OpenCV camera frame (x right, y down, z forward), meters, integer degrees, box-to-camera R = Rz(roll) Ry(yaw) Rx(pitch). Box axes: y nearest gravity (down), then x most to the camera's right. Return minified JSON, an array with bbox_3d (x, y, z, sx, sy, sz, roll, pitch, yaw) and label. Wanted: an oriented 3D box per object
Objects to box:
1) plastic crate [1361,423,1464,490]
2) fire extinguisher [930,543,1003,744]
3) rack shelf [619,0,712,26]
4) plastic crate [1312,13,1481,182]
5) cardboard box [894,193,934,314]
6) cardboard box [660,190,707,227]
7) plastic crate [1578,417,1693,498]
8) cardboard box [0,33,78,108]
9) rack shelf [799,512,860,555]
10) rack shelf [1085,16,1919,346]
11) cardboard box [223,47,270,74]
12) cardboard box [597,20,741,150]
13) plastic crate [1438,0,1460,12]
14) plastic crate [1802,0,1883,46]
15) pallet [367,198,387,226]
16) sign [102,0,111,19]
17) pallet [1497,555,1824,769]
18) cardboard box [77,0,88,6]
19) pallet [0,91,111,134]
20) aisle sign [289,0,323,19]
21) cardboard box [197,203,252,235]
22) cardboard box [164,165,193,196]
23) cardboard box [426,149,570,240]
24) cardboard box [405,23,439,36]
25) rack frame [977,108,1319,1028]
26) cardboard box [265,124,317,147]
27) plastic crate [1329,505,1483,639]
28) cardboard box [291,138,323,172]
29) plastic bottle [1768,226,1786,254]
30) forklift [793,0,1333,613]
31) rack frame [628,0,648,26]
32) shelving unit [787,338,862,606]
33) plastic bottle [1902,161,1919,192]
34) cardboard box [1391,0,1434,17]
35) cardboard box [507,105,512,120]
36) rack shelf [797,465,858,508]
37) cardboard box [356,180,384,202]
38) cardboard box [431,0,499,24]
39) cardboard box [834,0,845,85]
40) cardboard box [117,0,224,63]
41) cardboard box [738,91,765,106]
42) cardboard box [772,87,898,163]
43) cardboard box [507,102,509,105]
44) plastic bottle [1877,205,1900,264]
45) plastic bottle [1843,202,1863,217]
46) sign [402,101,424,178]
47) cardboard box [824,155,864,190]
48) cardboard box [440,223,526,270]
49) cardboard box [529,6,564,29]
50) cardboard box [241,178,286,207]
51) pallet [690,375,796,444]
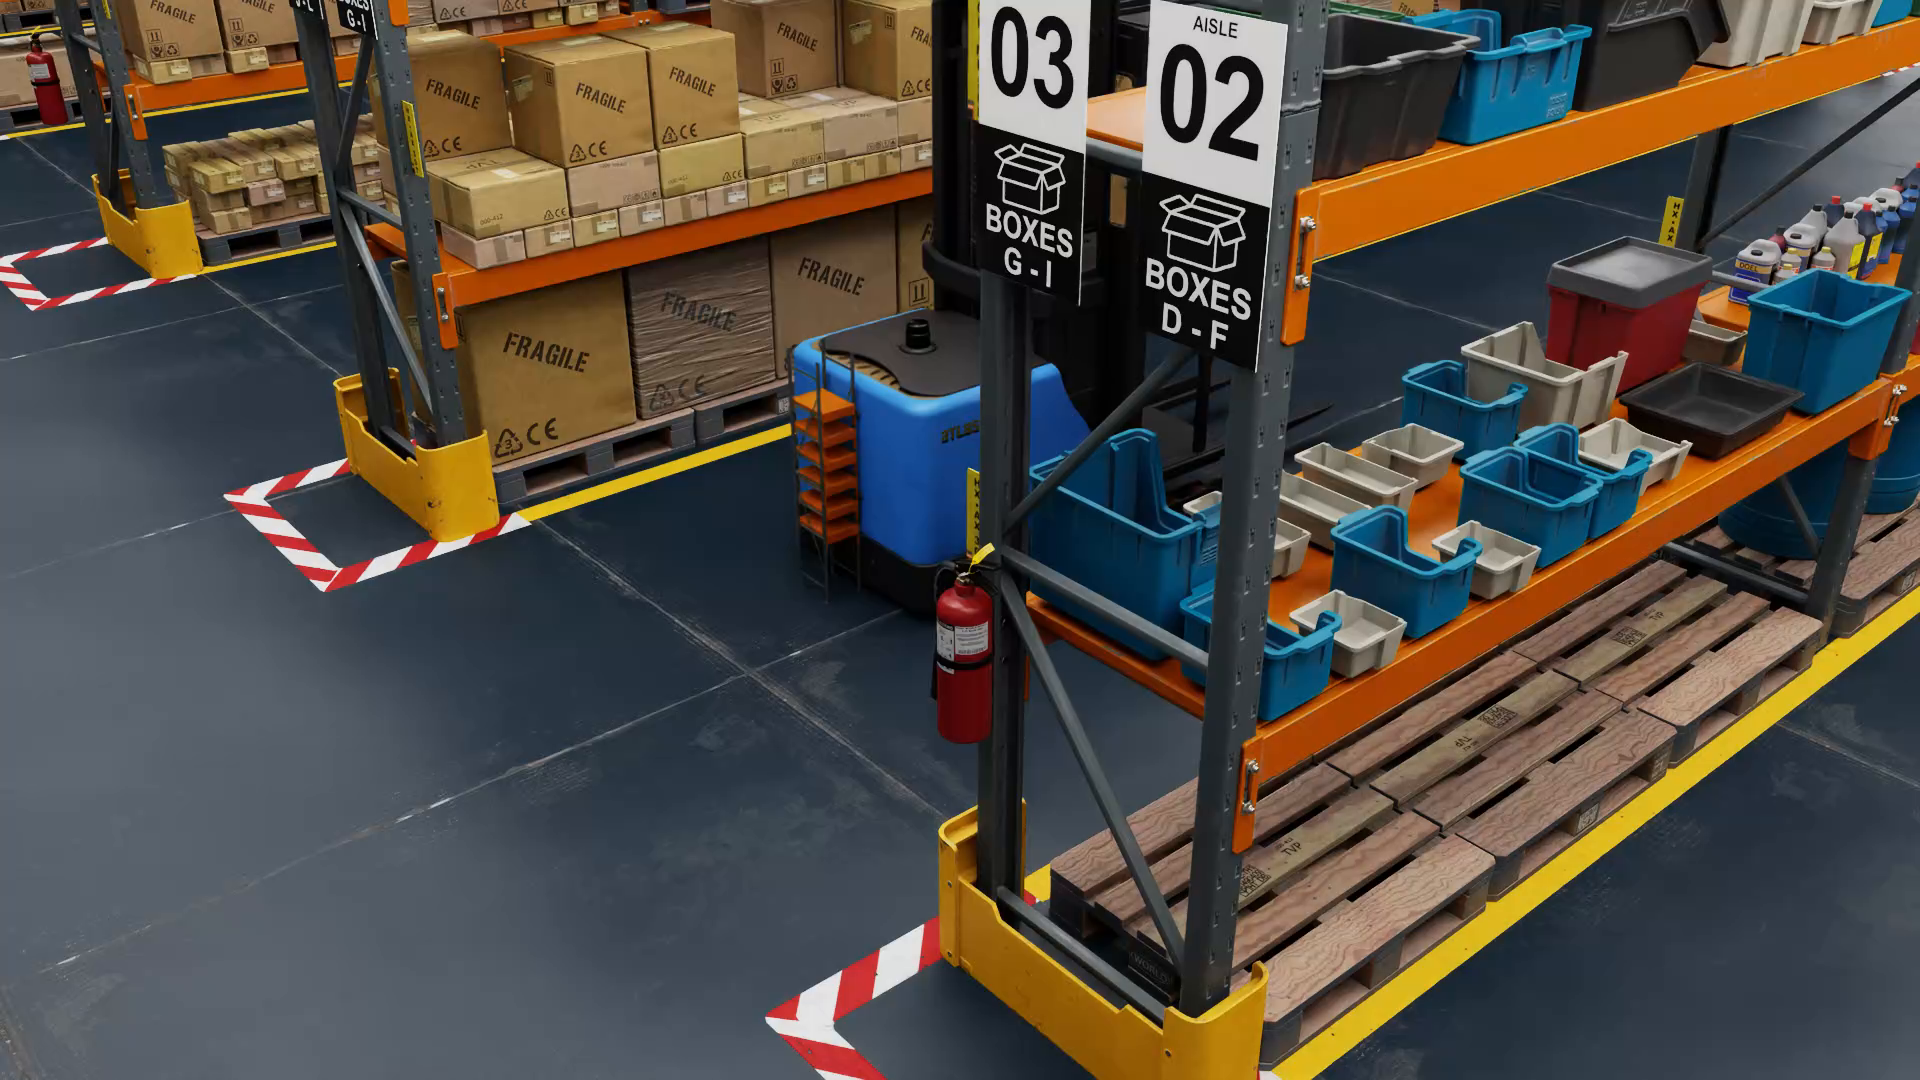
[{"bbox_3d":[1.566,-0.290,5.826,0.250,0.136,0.298,-22,35,-35],"label":"plastic crate"},{"bbox_3d":[0.014,0.291,5.001,0.183,0.674,0.296,-22,35,-35],"label":"fire extinguisher"},{"bbox_3d":[-1.369,-4.894,14.989,4.000,0.370,1.077,-22,35,-35],"label":"rack shelf"},{"bbox_3d":[0.898,-1.074,4.033,0.590,0.269,0.497,-22,35,-35],"label":"plastic crate"},{"bbox_3d":[-0.302,-1.865,10.367,0.875,0.875,0.875,-22,35,-35],"label":"cardboard box"},{"bbox_3d":[-1.526,-1.761,8.630,0.250,0.149,0.380,-23,36,-36],"label":"cardboard box"},{"bbox_3d":[2.337,-0.284,5.815,0.466,0.136,0.293,-22,35,-35],"label":"plastic crate"},{"bbox_3d":[-8.786,-4.413,15.598,0.875,0.438,0.875,-23,36,-37],"label":"cardboard box"},{"bbox_3d":[-0.610,-0.047,7.668,0.180,0.103,0.258,-21,35,-34],"label":"rack shelf"},{"bbox_3d":[1.945,-1.408,5.283,4.000,0.370,1.077,-22,35,-35],"label":"rack shelf"},{"bbox_3d":[-5.068,-3.403,11.701,0.250,0.149,0.380,-23,36,-36],"label":"cardboard box"},{"bbox_3d":[-1.480,-2.326,8.468,0.500,0.500,0.500,-23,36,-36],"label":"cardboard box"},{"bbox_3d":[1.835,-1.719,5.380,0.530,0.136,0.437,-22,35,-35],"label":"plastic crate"},{"bbox_3d":[2.746,-1.696,5.337,0.466,0.136,0.293,-22,35,-35],"label":"plastic crate"},{"bbox_3d":[-4.307,-2.777,13.222,1.213,0.211,1.003,-22,35,-35],"label":"pallet"},{"bbox_3d":[-5.581,-3.563,10.817,0.005,0.325,0.100,-22,35,-35],"label":"sign"},{"bbox_3d":[2.933,0.454,7.176,1.213,0.211,1.003,-22,35,-35],"label":"pallet"},{"bbox_3d":[-10.455,-6.700,19.811,0.500,0.500,0.700,-23,36,-37],"label":"cardboard box"},{"bbox_3d":[-8.665,-4.163,15.816,1.213,0.211,1.003,-22,35,-35],"label":"pallet"},{"bbox_3d":[-3.040,-2.799,7.547,0.004,0.787,0.394,-22,35,-35],"label":"aisle sign"},{"bbox_3d":[-5.327,-2.349,12.043,0.250,0.149,0.380,-21,35,-34],"label":"cardboard box"},{"bbox_3d":[-5.717,-2.699,12.381,0.250,0.149,0.380,-23,36,-36],"label":"cardboard box"},{"bbox_3d":[-2.250,-1.682,8.058,0.500,0.250,0.500,-23,36,-36],"label":"cardboard box"},{"bbox_3d":[-4.098,-3.814,12.470,0.250,0.149,0.380,-21,35,-34],"label":"cardboard box"},{"bbox_3d":[0.424,0.209,4.676,0.127,3.000,1.000,-22,35,-35],"label":"rack frame"},{"bbox_3d":[-5.114,-3.057,12.735,0.250,0.149,0.380,-24,36,-37],"label":"cardboard box"},{"bbox_3d":[1.326,0.098,4.999,0.300,0.233,0.416,-22,35,-35],"label":"plastic crate"},{"bbox_3d":[-4.773,-2.869,12.384,0.250,0.149,0.380,-24,36,-37],"label":"cardboard box"},{"bbox_3d":[3.703,-1.287,7.599,0.133,0.283,0.061,-22,35,-35],"label":"plastic bottle"},{"bbox_3d":[0.676,-1.520,7.985,3.031,2.935,1.130,-21,35,-34],"label":"forklift"},{"bbox_3d":[-2.890,-4.600,13.675,0.127,3.000,1.000,-22,35,-35],"label":"rack frame"},{"bbox_3d":[-0.610,-0.297,7.534,0.189,1.200,0.258,-21,35,-34],"label":"shelving unit"},{"bbox_3d":[4.792,-1.728,8.354,0.185,0.351,0.144,-22,35,-35],"label":"plastic bottle"},{"bbox_3d":[3.081,-3.818,12.106,0.500,0.500,0.500,-21,34,-33],"label":"cardboard box"},{"bbox_3d":[-3.593,-3.365,13.313,0.250,0.149,0.380,-21,34,-33],"label":"cardboard box"},{"bbox_3d":[-0.610,-0.258,7.555,0.180,0.103,0.258,-21,35,-34],"label":"rack shelf"},{"bbox_3d":[-4.599,-2.688,12.677,0.250,0.149,0.380,-22,35,-35],"label":"cardboard box"},{"bbox_3d":[-3.850,-4.216,12.534,0.500,0.500,0.500,-22,35,-35],"label":"cardboard box"},{"bbox_3d":[-0.658,-2.983,9.698,0.500,0.500,0.500,-22,35,-35],"label":"cardboard box"},{"bbox_3d":[-5.412,-3.590,11.363,0.500,0.500,0.500,-20,34,-33],"label":"cardboard box"},{"bbox_3d":[-1.427,-2.347,9.302,0.500,0.250,0.500,-22,35,-35],"label":"cardboard box"},{"bbox_3d":[-0.694,-2.311,9.235,0.500,0.250,0.500,-21,35,-34],"label":"cardboard box"},{"bbox_3d":[-3.879,-3.513,13.589,0.250,0.149,0.380,-23,36,-36],"label":"cardboard box"},{"bbox_3d":[4.416,-1.462,7.940,0.097,0.271,0.097,0,28,0],"label":"plastic bottle"},{"bbox_3d":[4.219,-1.462,7.935,0.135,0.276,0.152,-22,35,-35],"label":"plastic bottle"},{"bbox_3d":[-2.435,-1.783,7.401,0.005,0.325,0.100,-22,35,-35],"label":"sign"},{"bbox_3d":[-0.744,-2.076,9.218,0.250,0.149,0.380,-23,35,-36],"label":"cardboard box"},{"bbox_3d":[-2.306,-1.446,8.040,0.250,0.149,0.380,-21,35,-34],"label":"cardboard box"},{"bbox_3d":[-3.323,-4.139,13.080,0.250,0.149,0.380,-20,34,-33],"label":"cardboard box"},{"bbox_3d":[-5.123,-2.567,12.134,0.250,0.149,0.380,-22,35,-35],"label":"cardboard box"},{"bbox_3d":[-1.306,-0.981,9.861,1.213,0.211,1.003,-22,35,-35],"label":"pallet"}]
